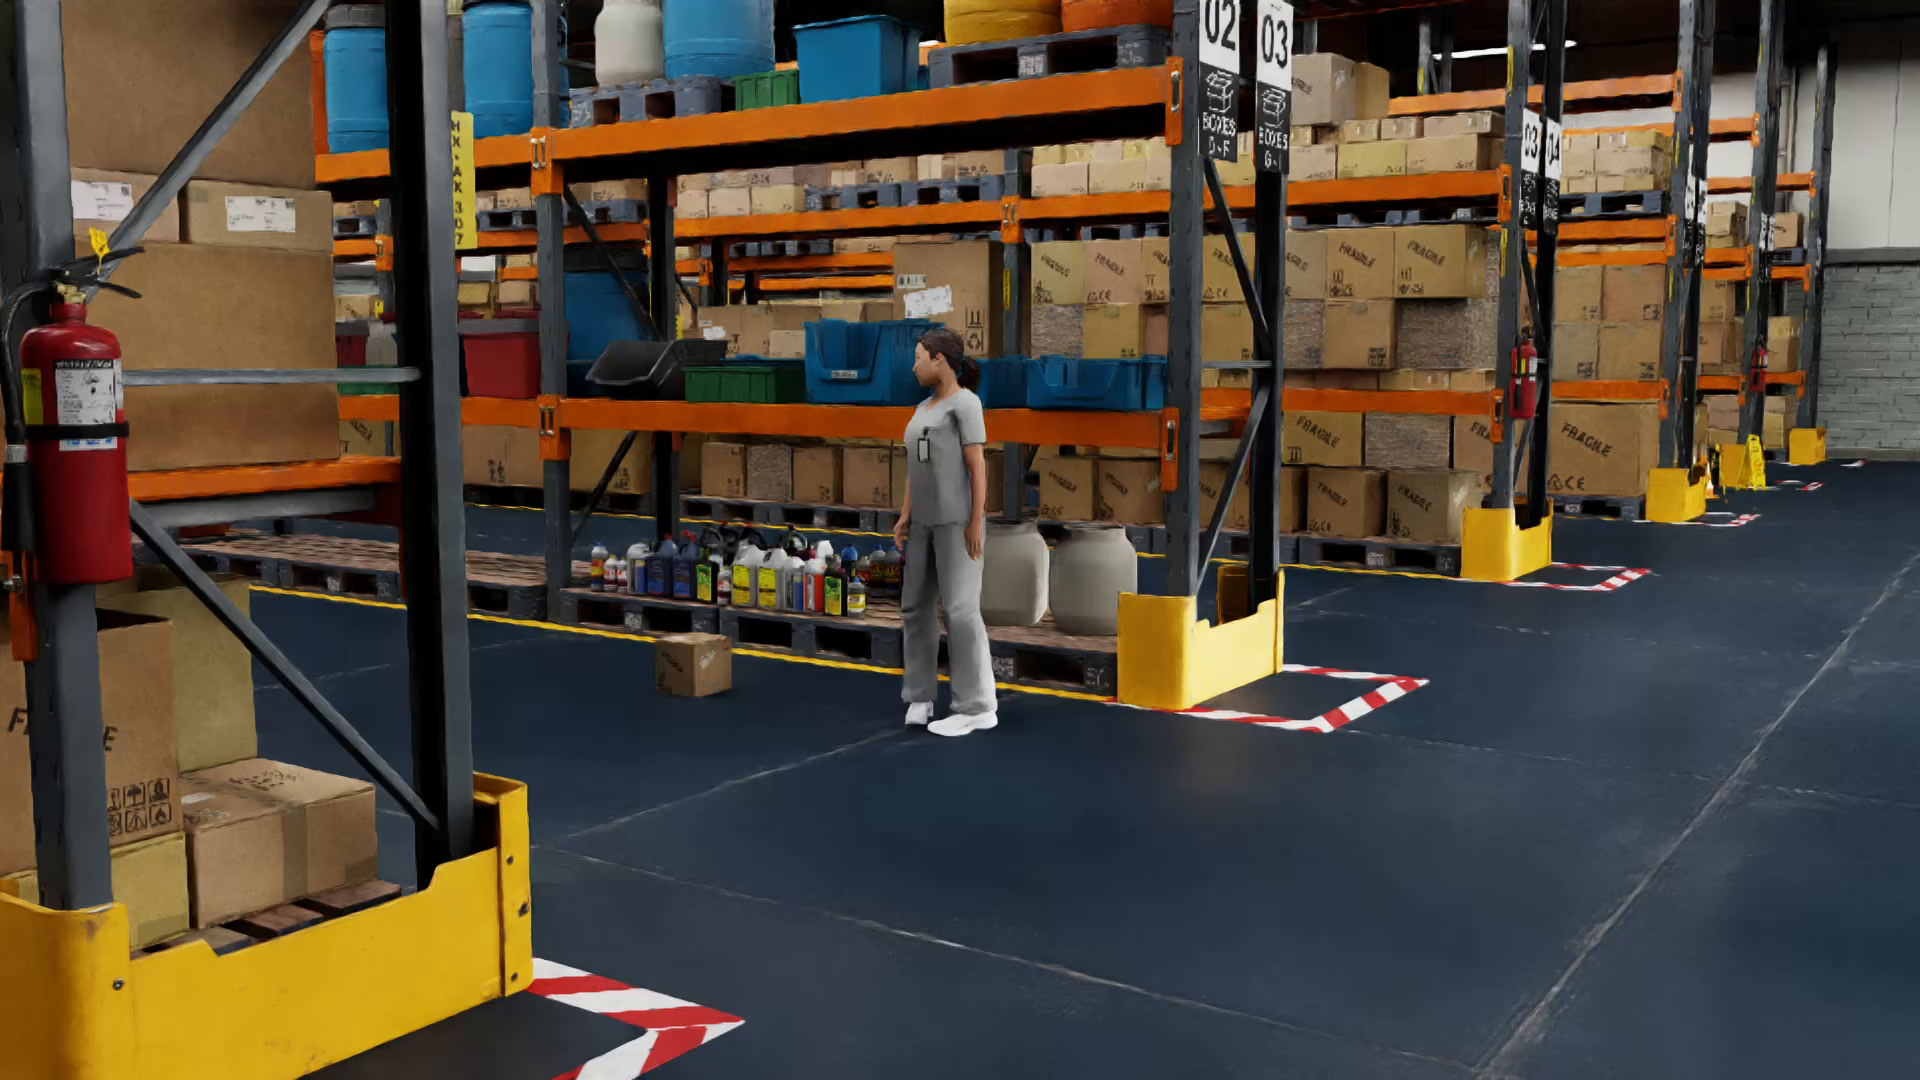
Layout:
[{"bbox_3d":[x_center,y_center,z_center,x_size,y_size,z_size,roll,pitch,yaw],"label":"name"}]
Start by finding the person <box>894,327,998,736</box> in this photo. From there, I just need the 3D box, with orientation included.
[{"bbox_3d":[-0.064,-0.047,6.963,0.397,1.670,0.537,-5,8,-36],"label":"person"}]
